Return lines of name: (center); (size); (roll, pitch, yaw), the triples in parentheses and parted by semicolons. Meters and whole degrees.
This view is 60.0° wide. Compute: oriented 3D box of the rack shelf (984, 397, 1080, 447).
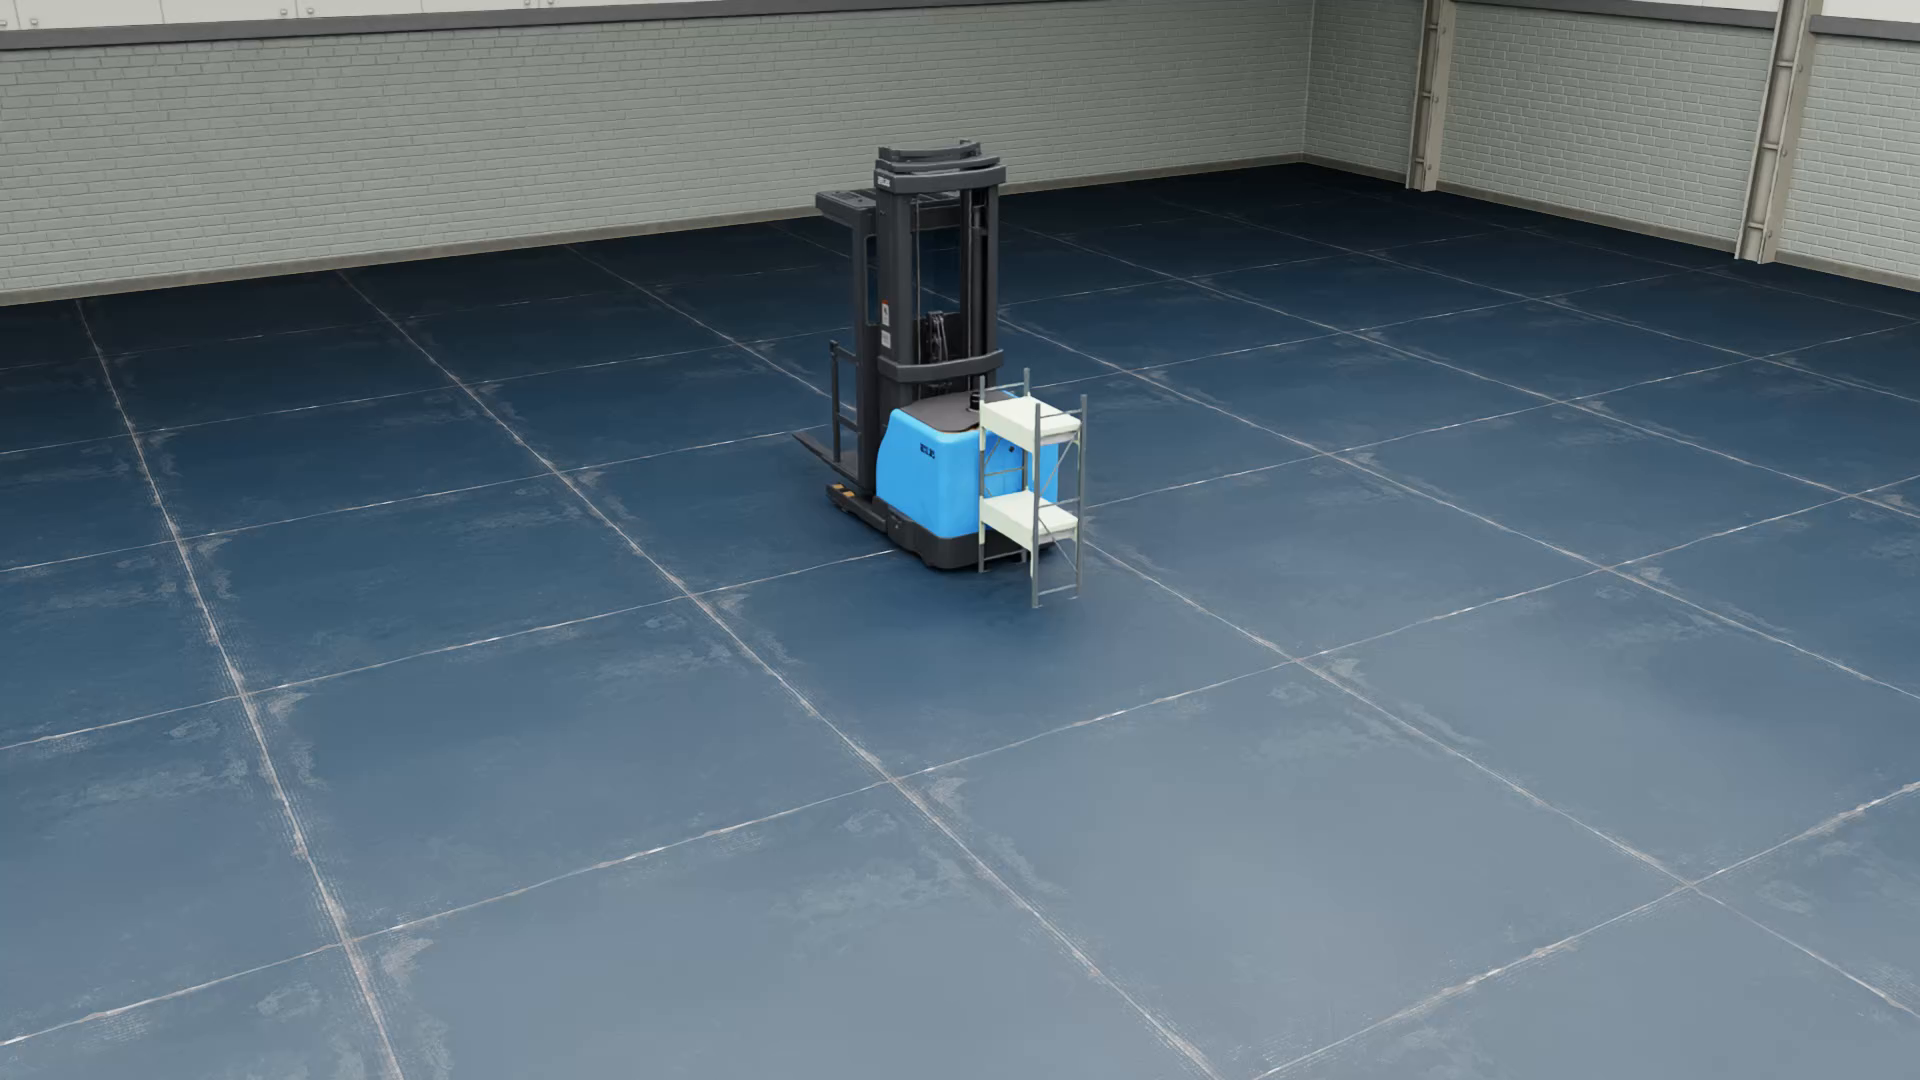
rack shelf: (0.496, -0.821, 11.544); (0.368, 0.124, 0.686); (-12, 25, -27)

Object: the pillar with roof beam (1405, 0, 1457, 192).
pillar with roof beam: (3.692, -8.971, 22.932); (9.100, 9.000, 0.400); (-13, 25, -28)

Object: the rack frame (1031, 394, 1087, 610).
rack frame: (0.679, -0.249, 11.433); (0.400, 1.500, 0.023); (-12, 25, -27)

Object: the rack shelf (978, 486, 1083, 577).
rack shelf: (0.496, -0.067, 11.850); (0.431, 0.370, 0.720); (-12, 25, -27)

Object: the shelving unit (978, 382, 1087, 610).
shelving unit: (0.498, -0.368, 11.725); (0.431, 1.500, 0.748); (-12, 25, -27)

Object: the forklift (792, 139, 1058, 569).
forklift: (-0.427, -1.659, 13.000); (1.130, 2.935, 3.031); (-12, 25, -27)

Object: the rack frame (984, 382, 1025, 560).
rack frame: (0.313, -0.488, 12.021); (0.380, 1.308, 0.010); (-12, 25, -27)

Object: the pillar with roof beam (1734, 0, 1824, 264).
pillar with roof beam: (6.757, -7.029, 18.153); (9.100, 9.000, 0.400); (-13, 25, -28)
